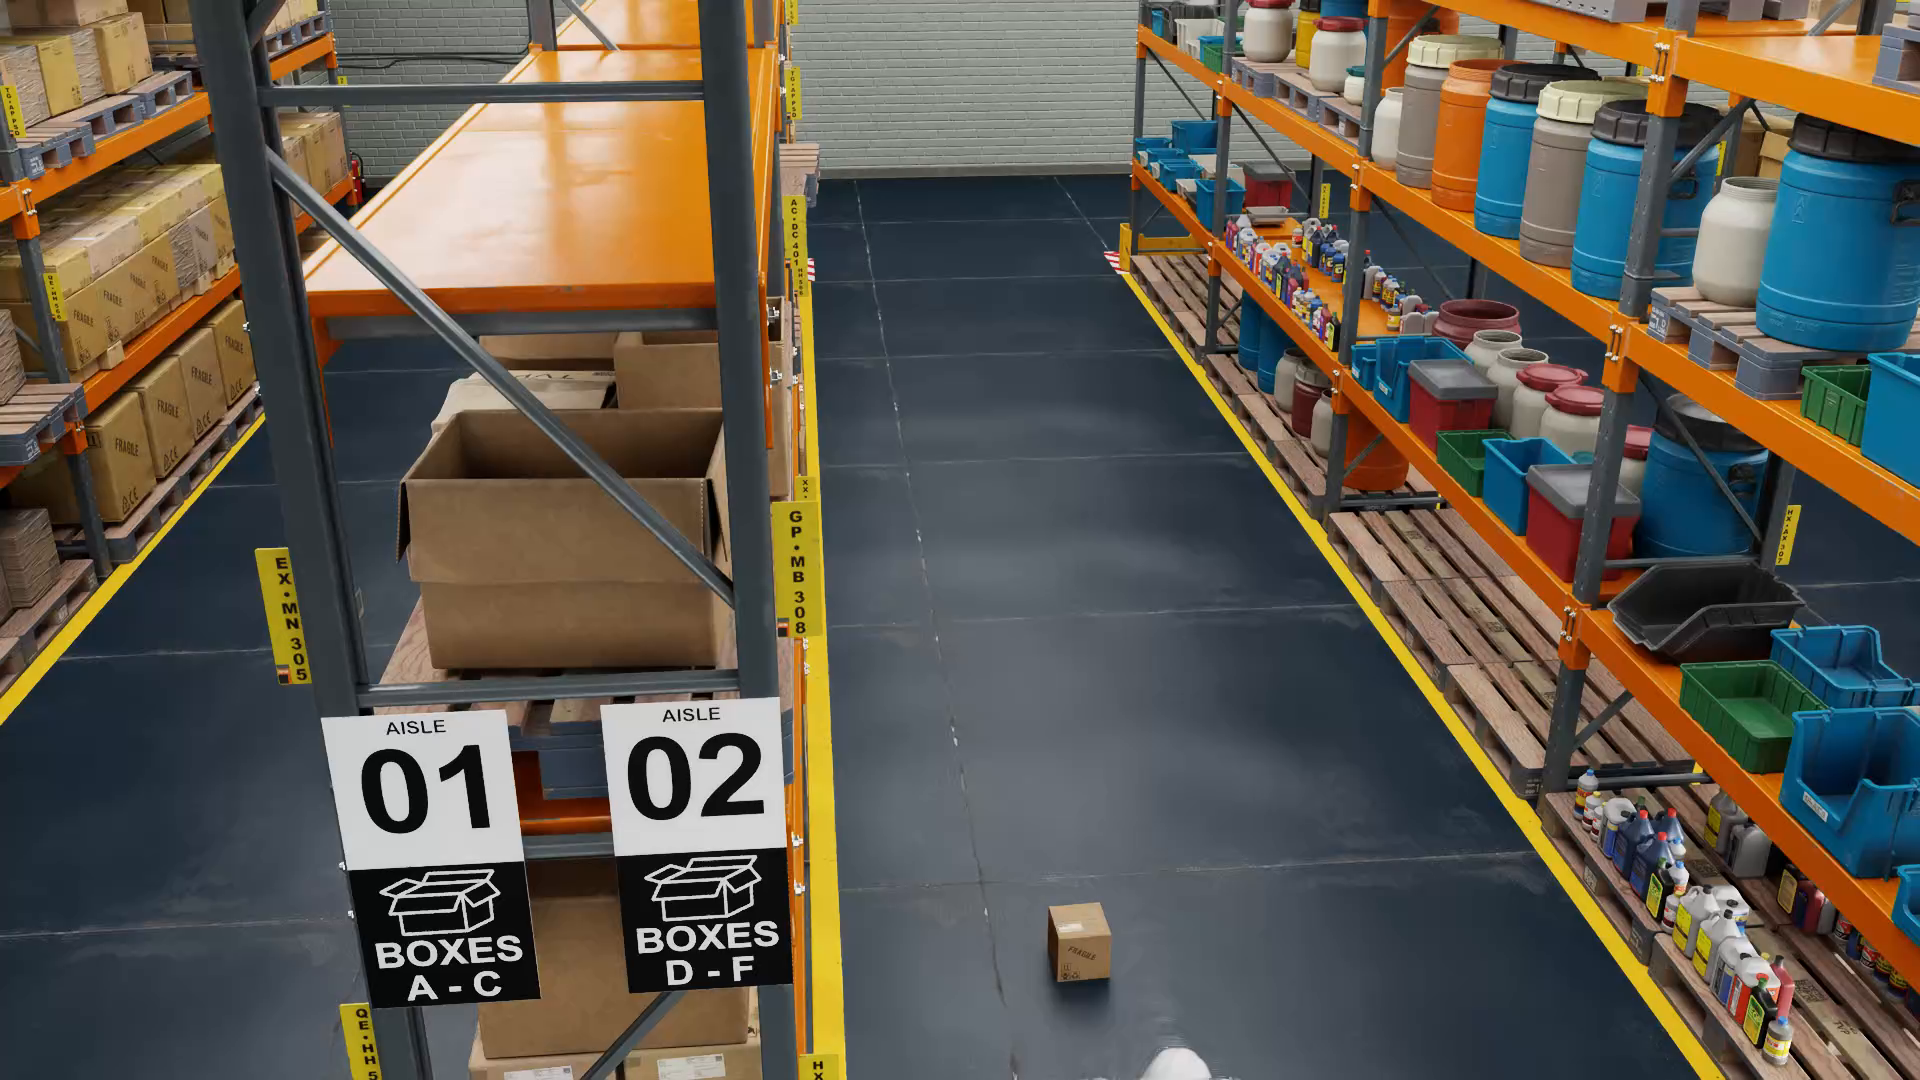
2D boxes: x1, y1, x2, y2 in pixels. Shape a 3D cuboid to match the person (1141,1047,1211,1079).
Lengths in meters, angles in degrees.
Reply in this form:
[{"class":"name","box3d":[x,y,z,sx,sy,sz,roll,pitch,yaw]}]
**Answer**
[{"class":"person","box3d":[0.648,2.308,5.017,0.616,1.805,0.553,-2,24,-5]}]
